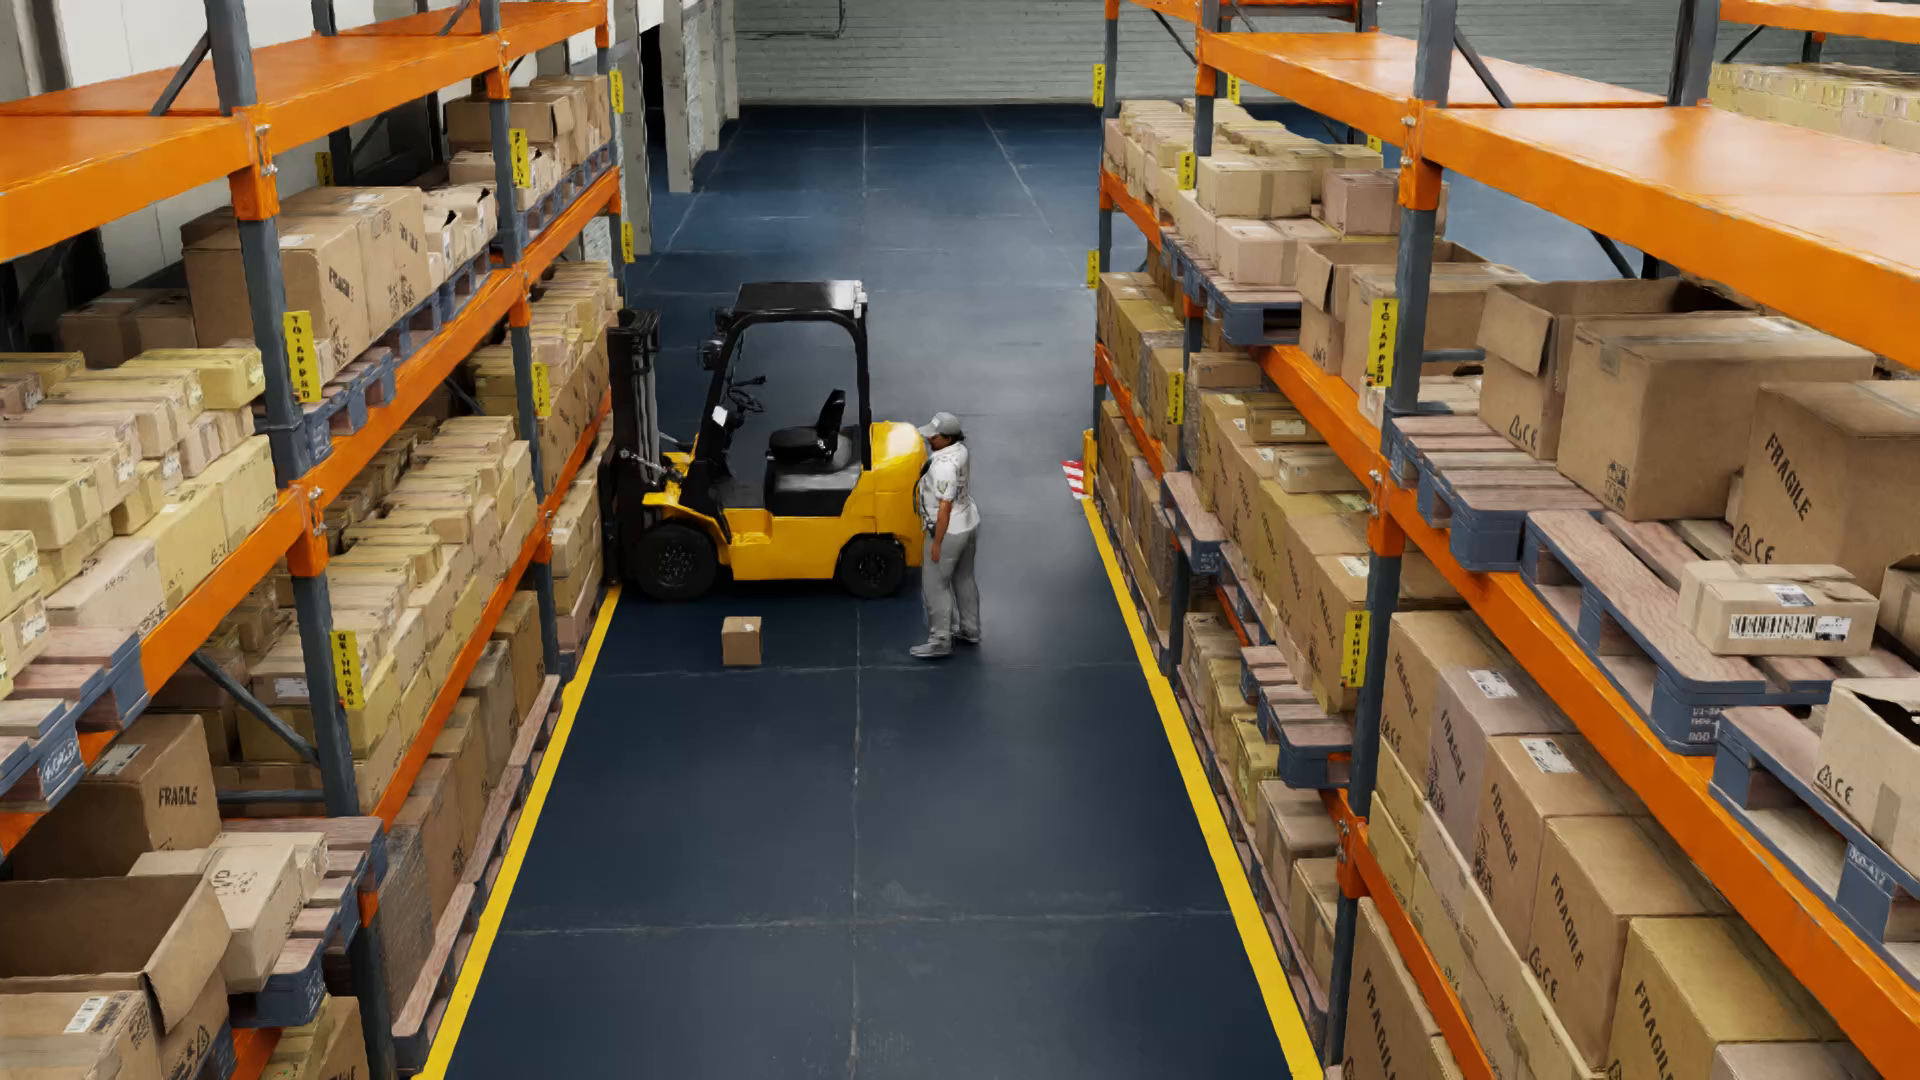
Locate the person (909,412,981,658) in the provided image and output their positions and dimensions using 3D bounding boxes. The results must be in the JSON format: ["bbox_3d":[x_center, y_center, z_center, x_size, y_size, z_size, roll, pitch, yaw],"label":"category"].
[{"bbox_3d":[-0.083,-0.053,11.177,0.410,1.675,0.526,7,22,19],"label":"person"}]
